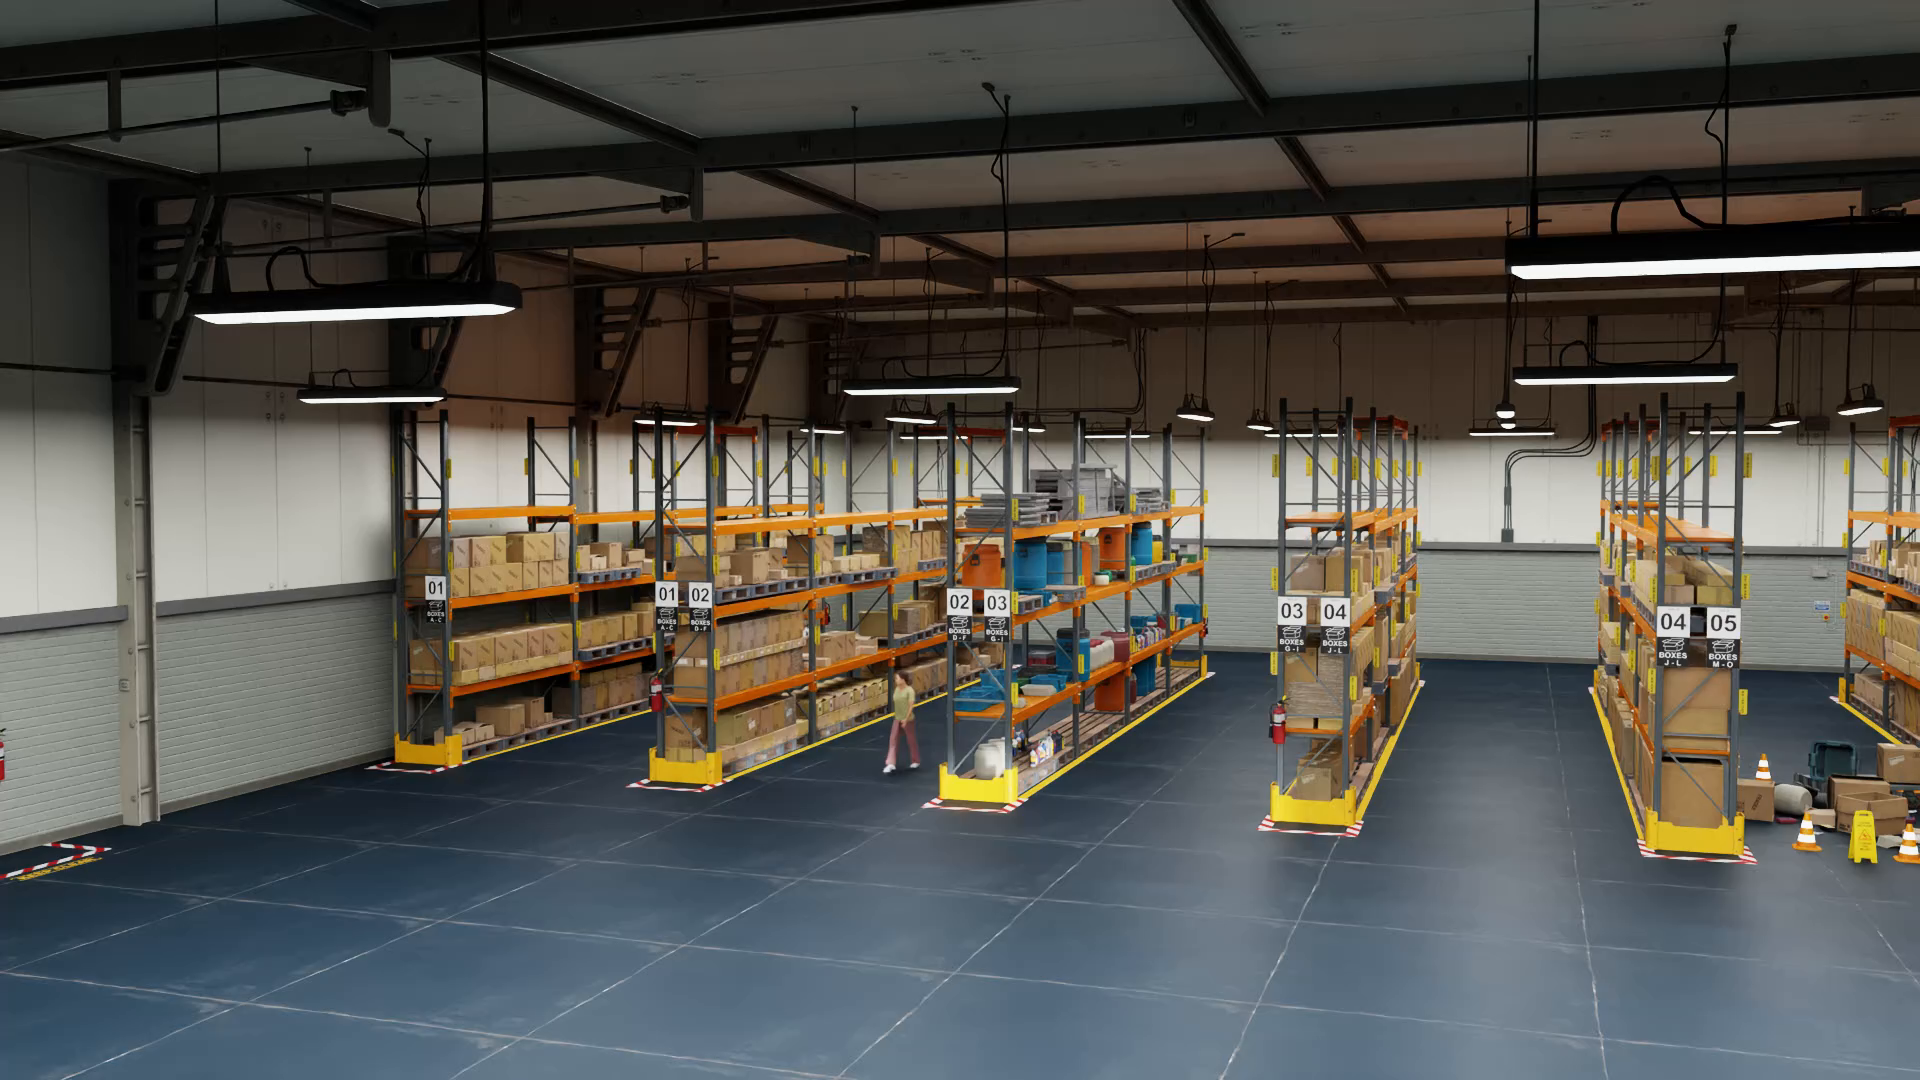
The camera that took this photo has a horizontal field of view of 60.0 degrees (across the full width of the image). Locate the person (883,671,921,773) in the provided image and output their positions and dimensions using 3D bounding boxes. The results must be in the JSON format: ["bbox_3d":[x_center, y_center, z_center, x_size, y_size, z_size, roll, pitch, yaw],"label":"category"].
[{"bbox_3d":[-0.972,2.982,27.465,0.470,1.637,0.894,2,3,36],"label":"person"}]

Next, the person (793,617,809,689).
[{"bbox_3d":[-3.558,2.553,37.923,0.516,1.633,0.929,0,2,1],"label":"person"}]
